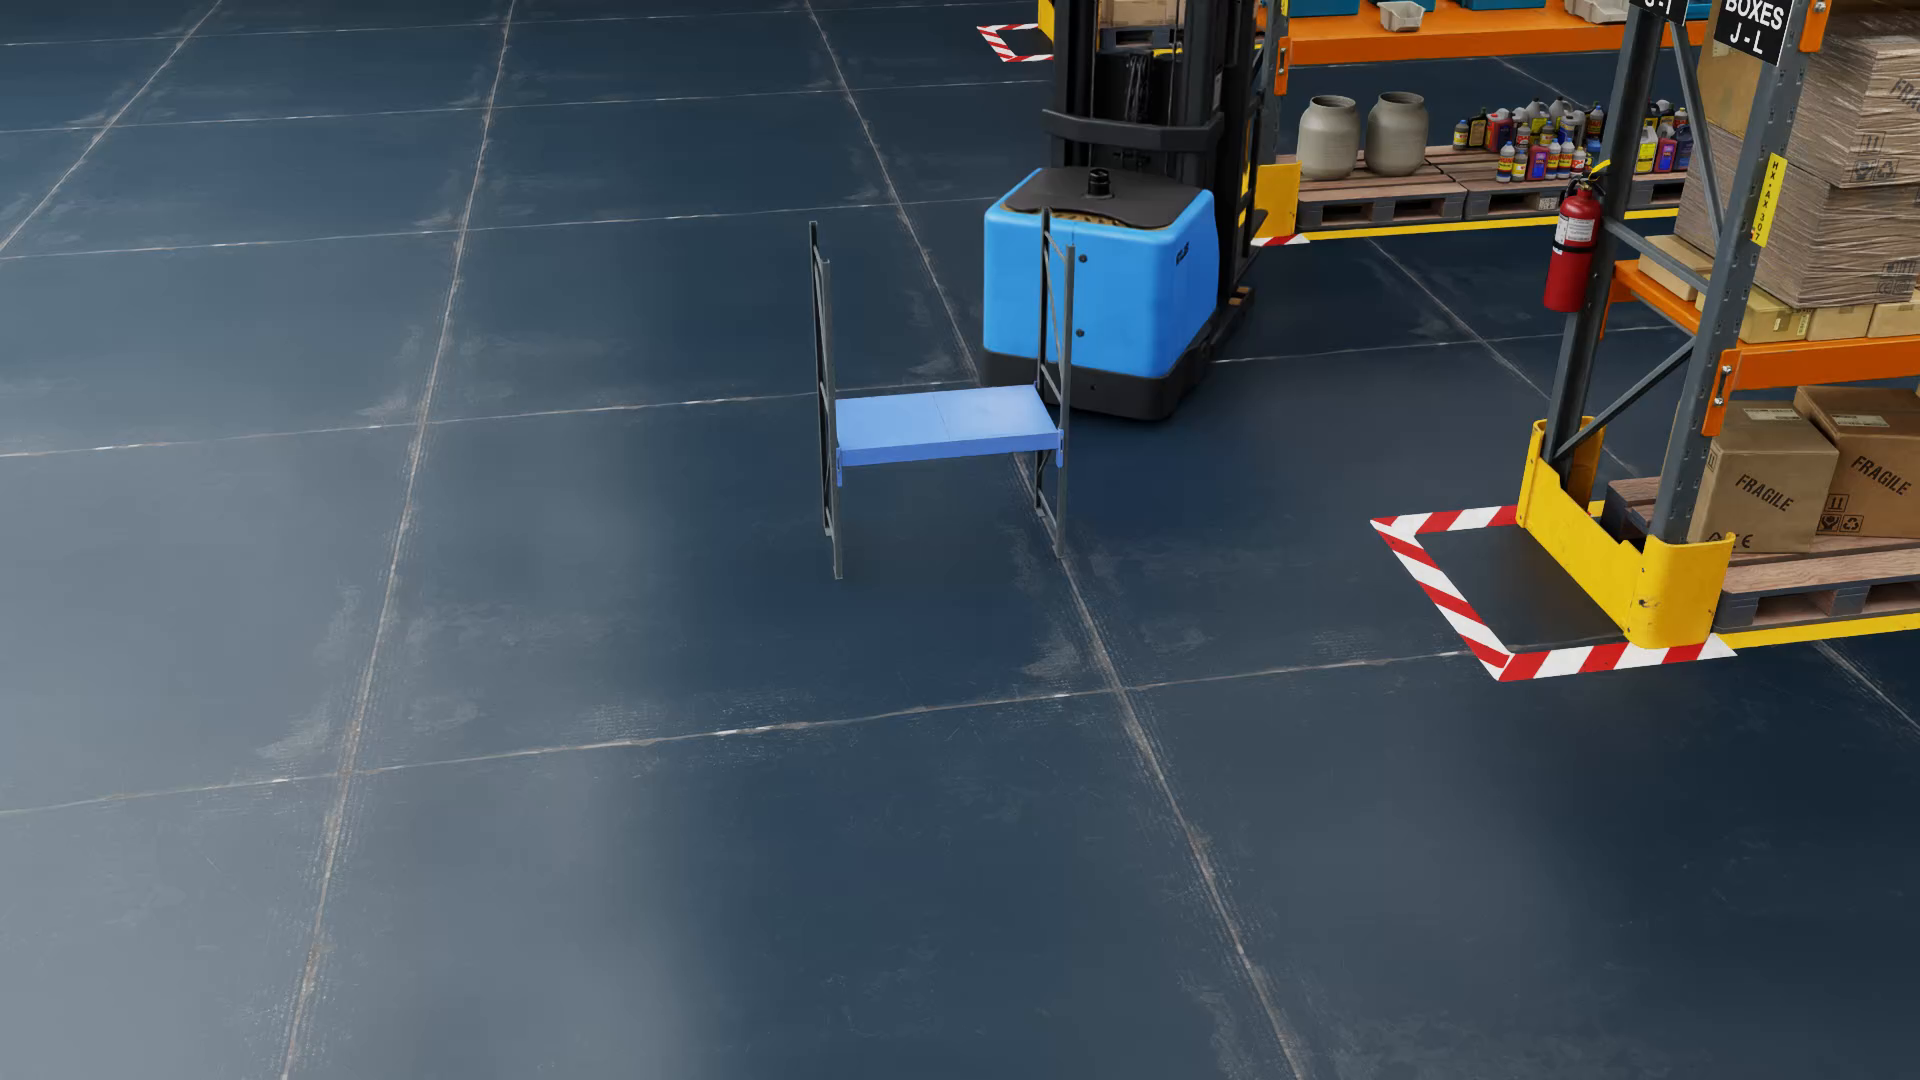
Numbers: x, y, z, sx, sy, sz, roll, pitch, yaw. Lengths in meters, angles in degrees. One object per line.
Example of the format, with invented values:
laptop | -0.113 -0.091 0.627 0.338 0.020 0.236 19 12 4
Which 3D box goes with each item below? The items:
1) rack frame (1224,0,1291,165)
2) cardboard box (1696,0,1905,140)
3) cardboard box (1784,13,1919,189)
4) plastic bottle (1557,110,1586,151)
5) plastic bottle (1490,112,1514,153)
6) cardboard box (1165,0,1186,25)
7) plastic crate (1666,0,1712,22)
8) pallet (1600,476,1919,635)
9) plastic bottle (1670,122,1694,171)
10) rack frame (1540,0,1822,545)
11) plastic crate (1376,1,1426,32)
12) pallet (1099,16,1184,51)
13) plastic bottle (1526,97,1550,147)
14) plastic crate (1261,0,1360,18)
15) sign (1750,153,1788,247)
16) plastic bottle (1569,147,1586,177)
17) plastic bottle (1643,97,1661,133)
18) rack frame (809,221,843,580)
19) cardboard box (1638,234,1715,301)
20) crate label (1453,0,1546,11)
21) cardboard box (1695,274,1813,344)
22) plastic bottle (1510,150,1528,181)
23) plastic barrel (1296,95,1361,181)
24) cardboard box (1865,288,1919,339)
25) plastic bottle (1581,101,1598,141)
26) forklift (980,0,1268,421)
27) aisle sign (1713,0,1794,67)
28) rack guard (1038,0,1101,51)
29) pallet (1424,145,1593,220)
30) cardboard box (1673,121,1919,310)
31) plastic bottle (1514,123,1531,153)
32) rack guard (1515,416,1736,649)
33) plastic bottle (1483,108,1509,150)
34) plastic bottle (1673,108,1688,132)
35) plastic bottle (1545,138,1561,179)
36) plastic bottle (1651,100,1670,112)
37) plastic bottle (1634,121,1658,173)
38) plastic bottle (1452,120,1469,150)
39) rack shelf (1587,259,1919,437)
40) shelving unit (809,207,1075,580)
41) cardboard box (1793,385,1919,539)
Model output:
rack frame | 1.940 -3.599 10.912 0.127 3.000 1.000 -5 31 -9
cardboard box | 3.329 -1.906 6.653 0.500 0.500 0.500 -5 31 -9
cardboard box | 3.422 -1.646 6.212 0.500 0.500 0.500 -5 31 -9
plastic bottle | 4.453 -2.986 12.121 0.135 0.276 0.152 -5 31 -9
plastic bottle | 3.940 -2.961 12.071 0.133 0.283 0.061 -5 31 -9
cardboard box | 2.110 -5.050 15.678 0.500 0.250 0.500 -5 31 -9
plastic crate | 4.835 -3.664 11.168 0.616 0.251 0.499 -5 31 -9
pallet | 3.712 0.009 7.527 1.213 0.211 1.003 -5 31 -9
plastic bottle | 5.104 -2.792 11.719 0.185 0.351 0.144 -7 31 -11
rack frame | 2.832 -1.130 6.712 0.127 3.000 1.000 -5 31 -9
plastic crate | 2.878 -3.407 10.845 0.250 0.136 0.298 -5 31 -9
pallet | 1.796 -4.958 15.973 1.213 0.211 1.003 -5 31 -9
plastic bottle | 4.219 -3.072 12.195 0.185 0.351 0.144 -4 31 -7
plastic crate | 2.378 -3.730 11.281 0.616 0.251 0.499 -5 31 -9
sign | 2.930 -1.232 6.033 0.005 0.325 0.100 -5 31 -9
plastic bottle | 4.313 -2.642 11.611 0.097 0.201 0.097 0 30 0
plastic bottle | 5.032 -3.073 12.197 0.185 0.351 0.144 -5 31 -9
rack frame | -0.584 -0.592 7.278 0.032 1.500 0.500 -5 31 -9
cardboard box | 3.075 -1.150 6.995 0.250 0.149 0.380 -5 31 -9
crate label | 3.702 -3.917 11.418 0.616 0.435 0.502 -5 31 -9
cardboard box | 3.155 -0.929 6.618 0.250 0.149 0.380 -5 31 -9
plastic bottle | 3.881 -2.602 11.543 0.097 0.201 0.097 0 30 0
plastic barrel | 2.574 -2.806 11.603 0.421 0.512 0.421 0 30 0
cardboard box | 3.653 -0.957 6.666 0.250 0.149 0.380 -5 31 -9
plastic bottle | 4.650 -3.105 12.317 0.133 0.283 0.061 -4 31 -7
forklift | 1.146 -2.617 9.309 1.130 2.935 3.031 12 33 19
aisle sign | 2.825 -2.095 5.789 0.004 0.787 0.394 -5 31 -9
rack guard | 1.028 -4.989 15.742 0.348 0.500 1.175 -5 31 -9
pallet | 4.004 -2.609 11.978 1.213 0.211 1.003 -5 31 -9
cardboard box | 3.378 -1.338 6.673 0.500 0.500 0.875 -5 31 -9
plastic bottle | 4.098 -2.930 12.101 0.097 0.201 0.097 0 30 0
rack guard | 2.907 -0.059 7.357 0.348 0.500 1.175 -5 31 -9
plastic bottle | 3.920 -3.010 12.163 0.135 0.276 0.152 -5 31 -9
plastic bottle | 5.382 -3.128 12.437 0.097 0.201 0.097 0 30 0
plastic bottle | 4.117 -2.654 11.562 0.097 0.271 0.097 0 30 0
plastic bottle | 5.169 -3.126 12.361 0.135 0.276 0.152 -4 31 -7
plastic bottle | 4.787 -2.763 11.668 0.185 0.351 0.144 -5 31 -9
plastic bottle | 3.668 -2.969 12.166 0.097 0.201 0.097 0 30 0
rack shelf | 4.799 -1.002 7.205 4.000 0.370 1.077 -5 31 -9
shelving unit | -0.084 -0.639 7.357 1.048 1.500 0.538 -5 31 -9
cardboard box | 4.031 -0.354 7.444 0.500 0.500 0.500 2 31 4
